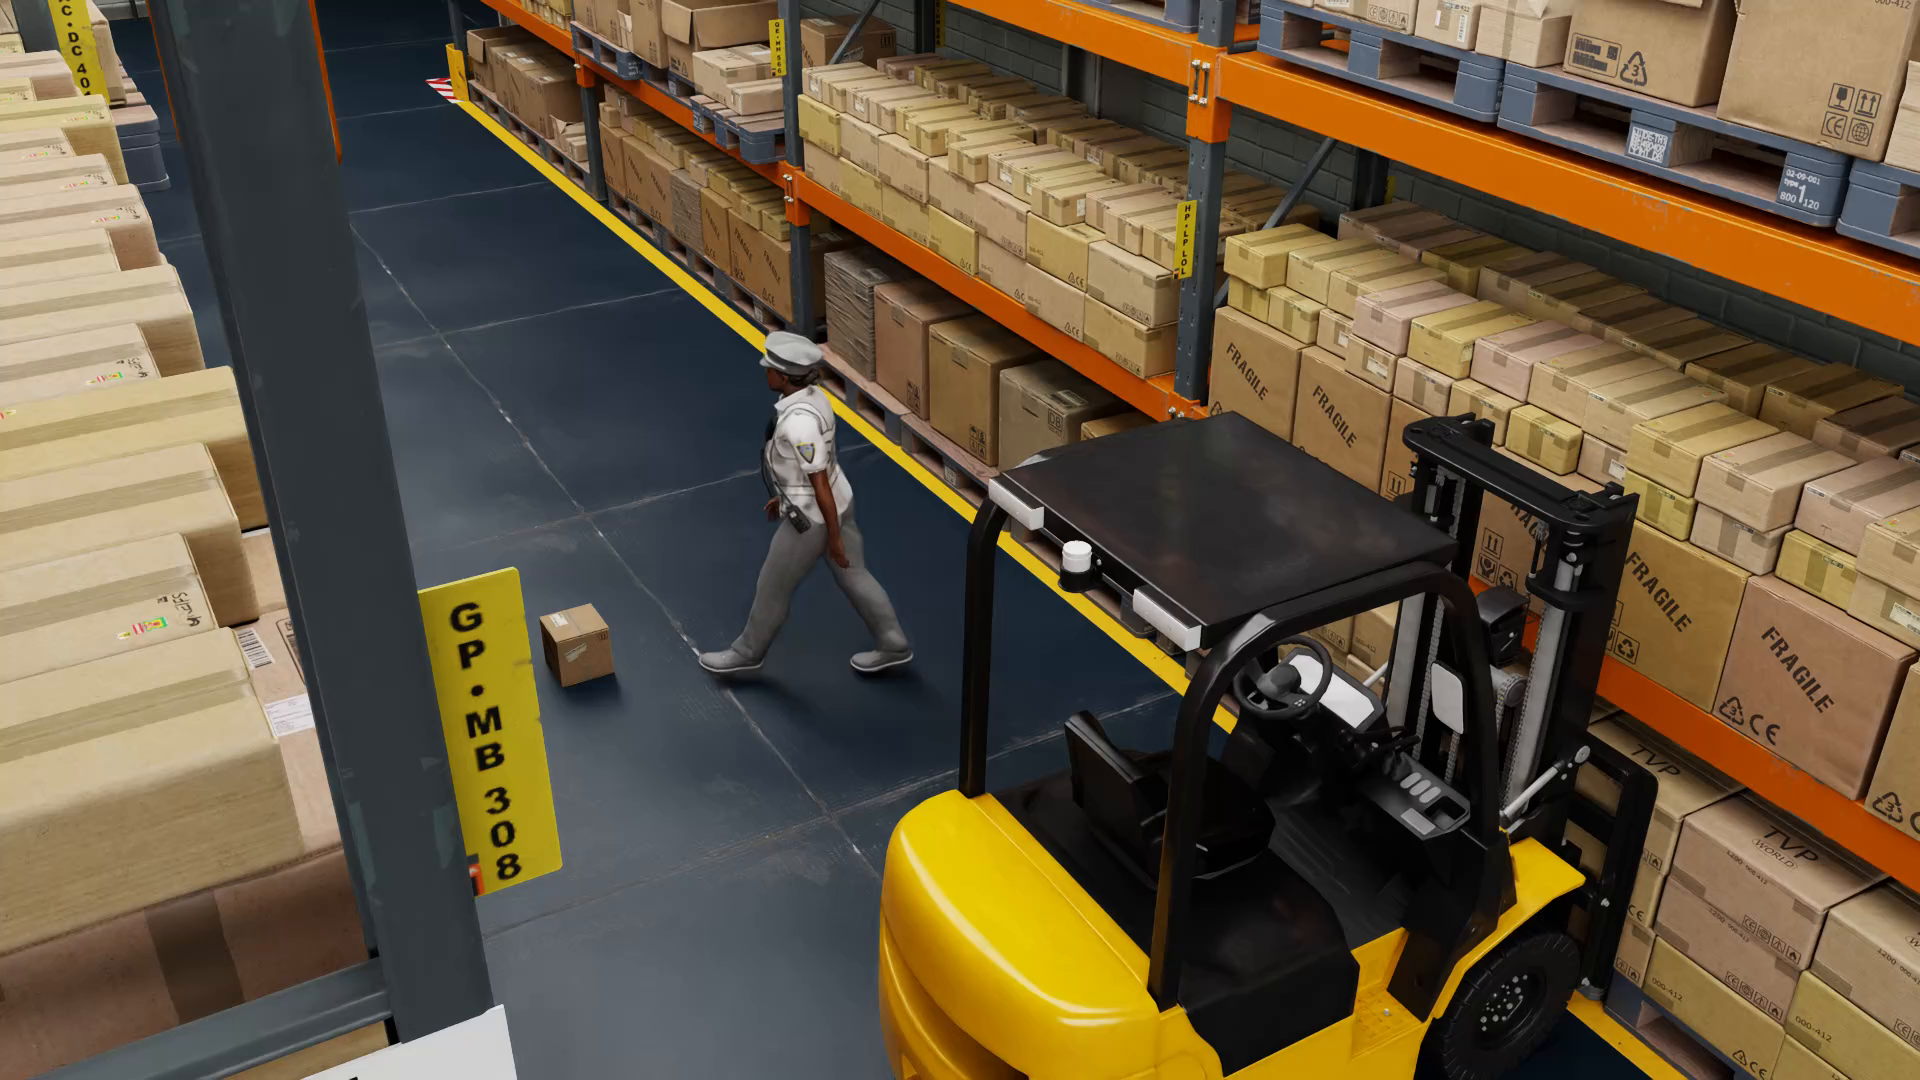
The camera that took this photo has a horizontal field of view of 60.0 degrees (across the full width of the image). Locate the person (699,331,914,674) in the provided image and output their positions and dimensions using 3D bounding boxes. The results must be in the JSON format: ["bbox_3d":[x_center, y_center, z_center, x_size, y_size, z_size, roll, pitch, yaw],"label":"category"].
[{"bbox_3d":[-0.700,-0.138,7.339,0.965,1.622,0.476,5,30,9],"label":"person"}]
